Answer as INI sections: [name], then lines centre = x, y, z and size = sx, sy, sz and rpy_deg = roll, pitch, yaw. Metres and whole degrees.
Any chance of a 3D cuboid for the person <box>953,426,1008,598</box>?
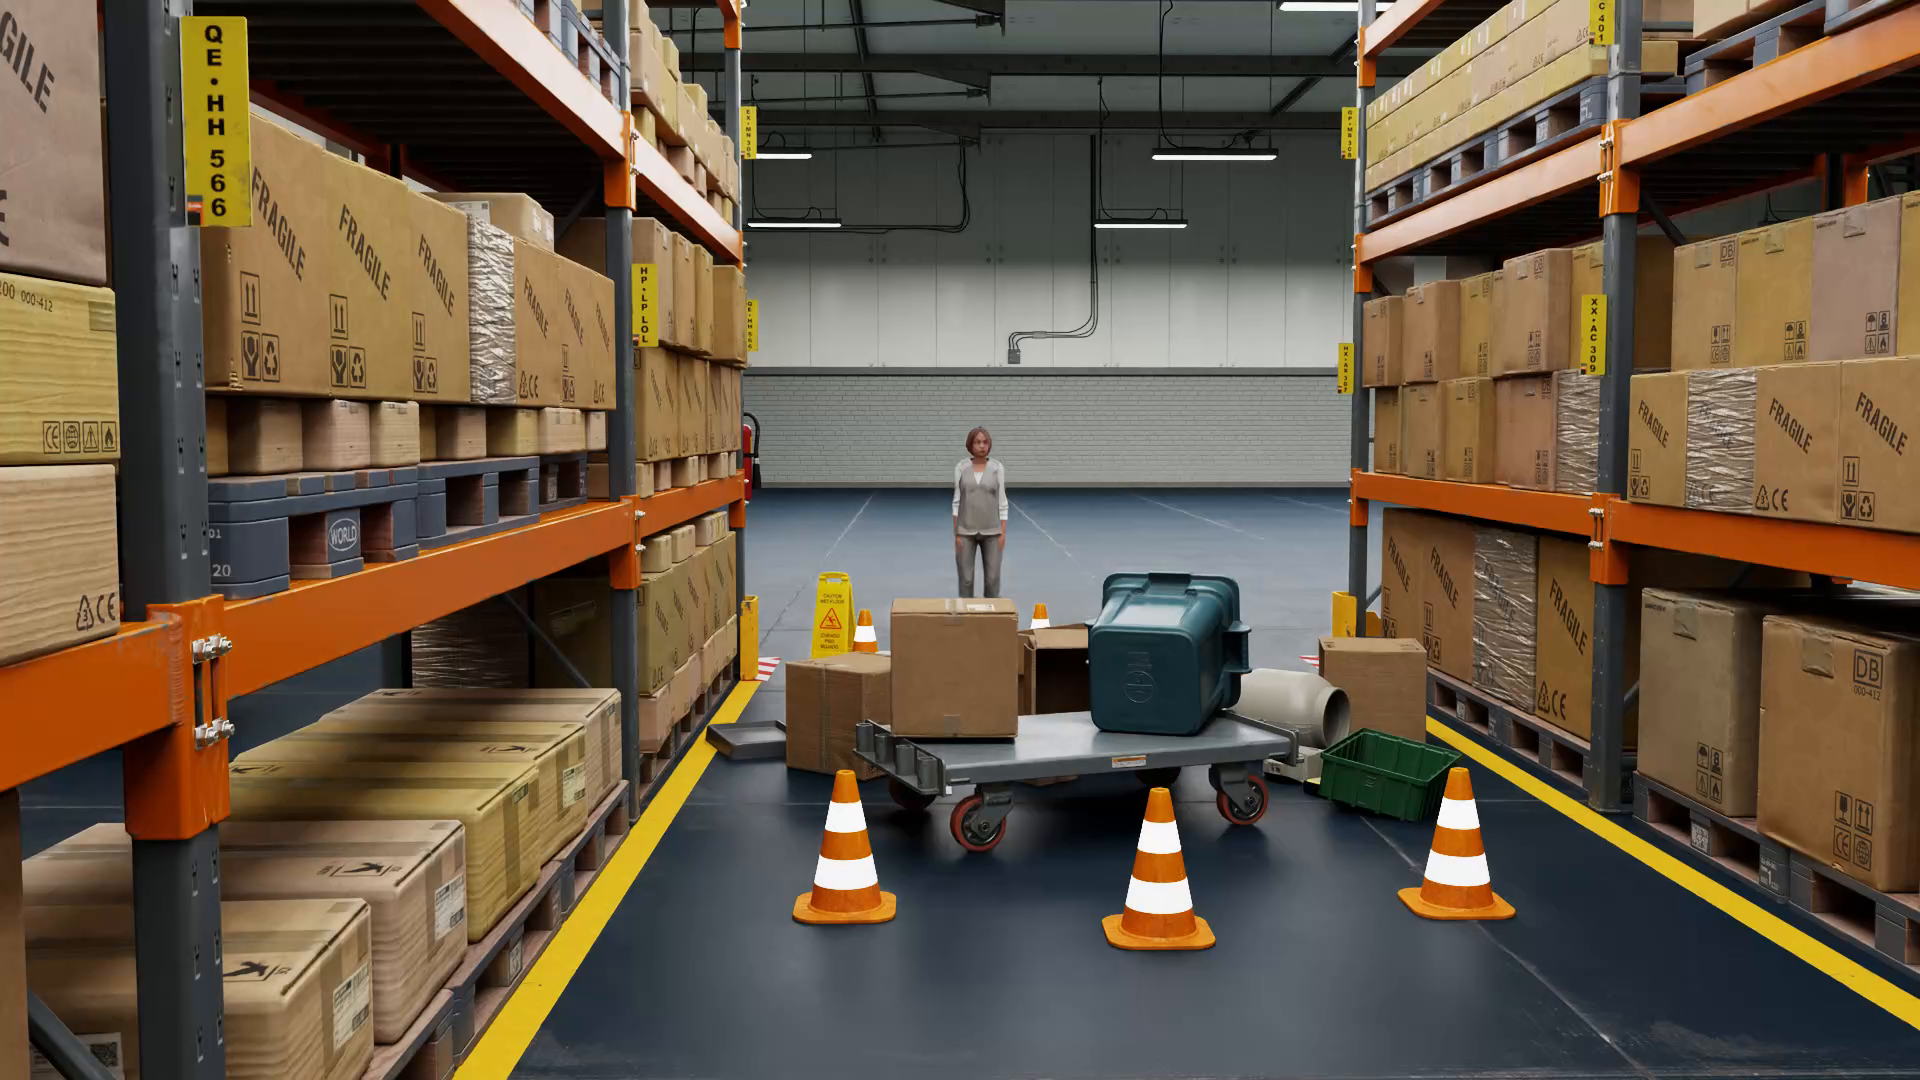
[person]
centre = 0.148, -0.022, 12.146
size = 0.406, 1.588, 0.308
rpy_deg = 0, 4, 0
